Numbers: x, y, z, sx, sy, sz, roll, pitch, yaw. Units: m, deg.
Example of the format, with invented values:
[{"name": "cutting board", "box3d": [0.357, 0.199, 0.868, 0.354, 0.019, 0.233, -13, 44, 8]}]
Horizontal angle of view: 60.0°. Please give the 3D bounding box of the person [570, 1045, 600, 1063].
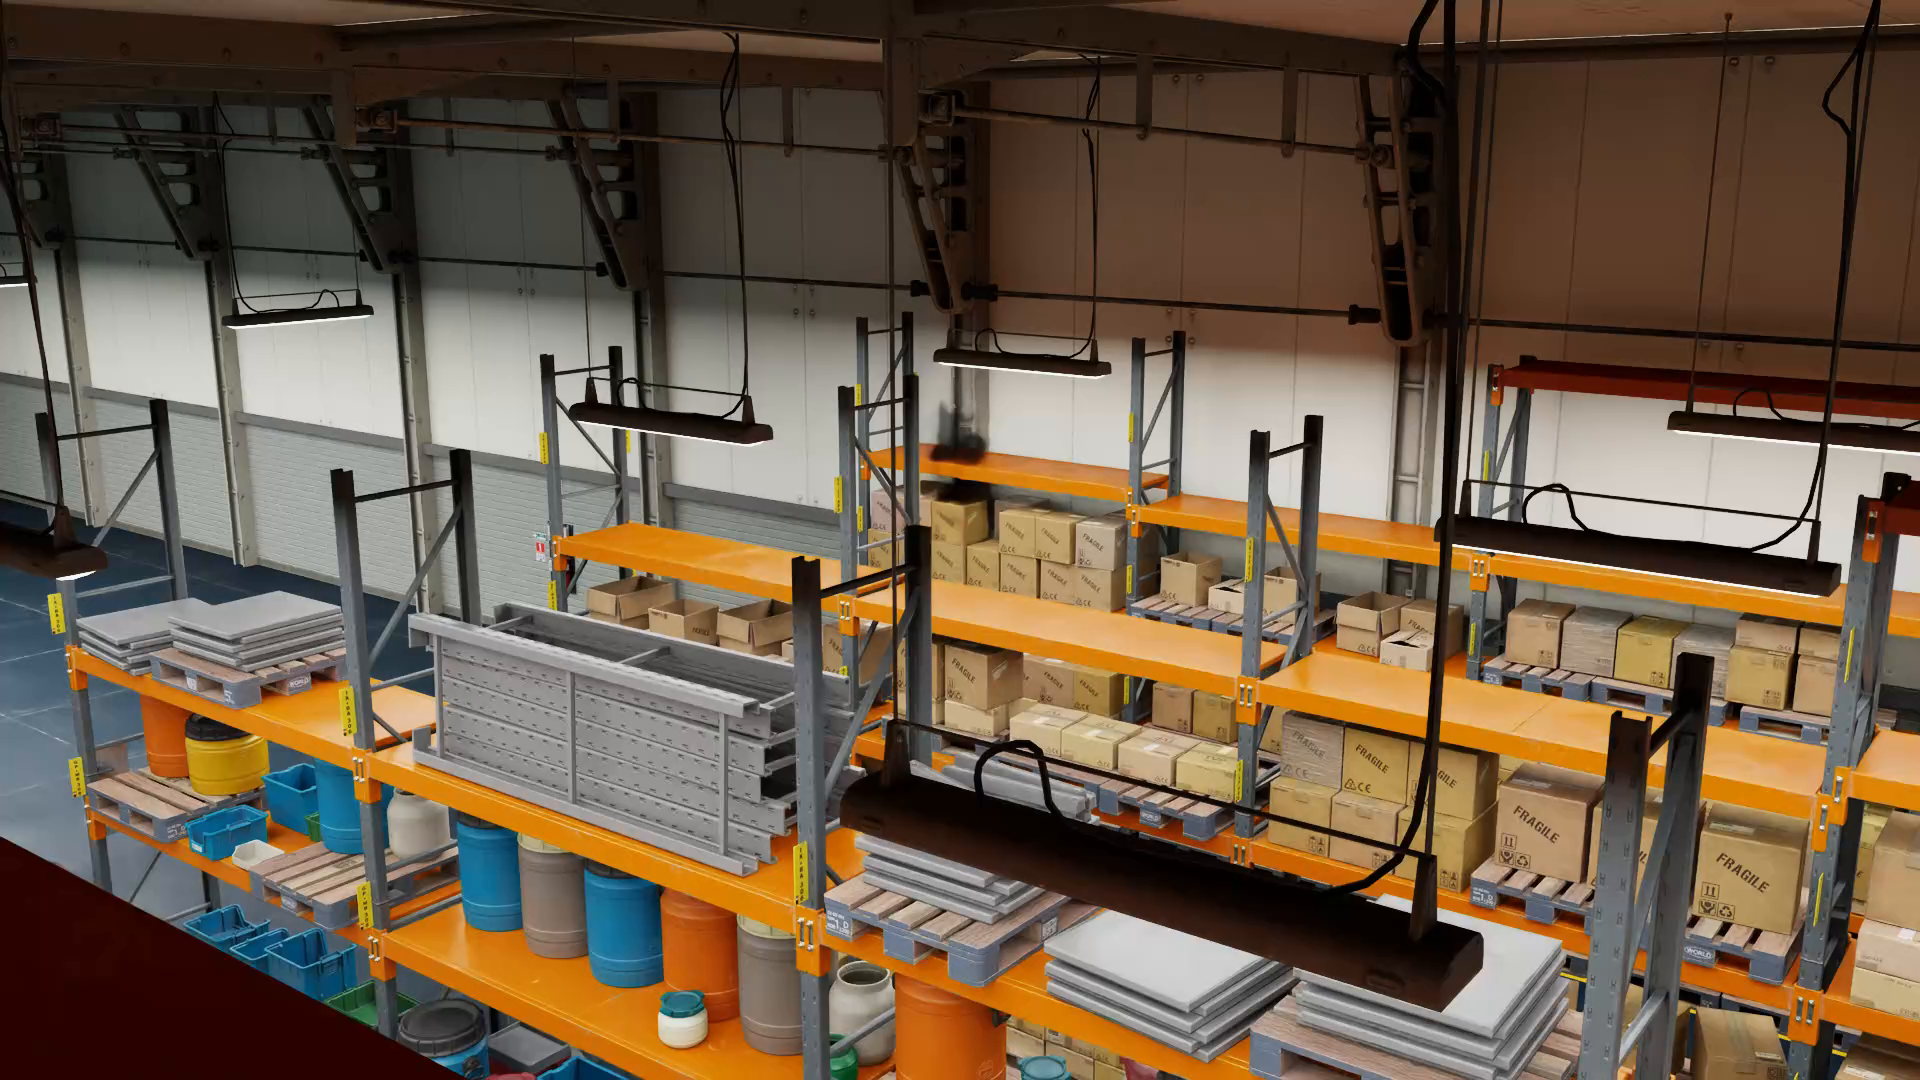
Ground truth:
[{"name": "person", "box3d": [-3.387, 3.973, 14.561, 0.569, 1.621, 0.564, 5, 14, 21]}]
